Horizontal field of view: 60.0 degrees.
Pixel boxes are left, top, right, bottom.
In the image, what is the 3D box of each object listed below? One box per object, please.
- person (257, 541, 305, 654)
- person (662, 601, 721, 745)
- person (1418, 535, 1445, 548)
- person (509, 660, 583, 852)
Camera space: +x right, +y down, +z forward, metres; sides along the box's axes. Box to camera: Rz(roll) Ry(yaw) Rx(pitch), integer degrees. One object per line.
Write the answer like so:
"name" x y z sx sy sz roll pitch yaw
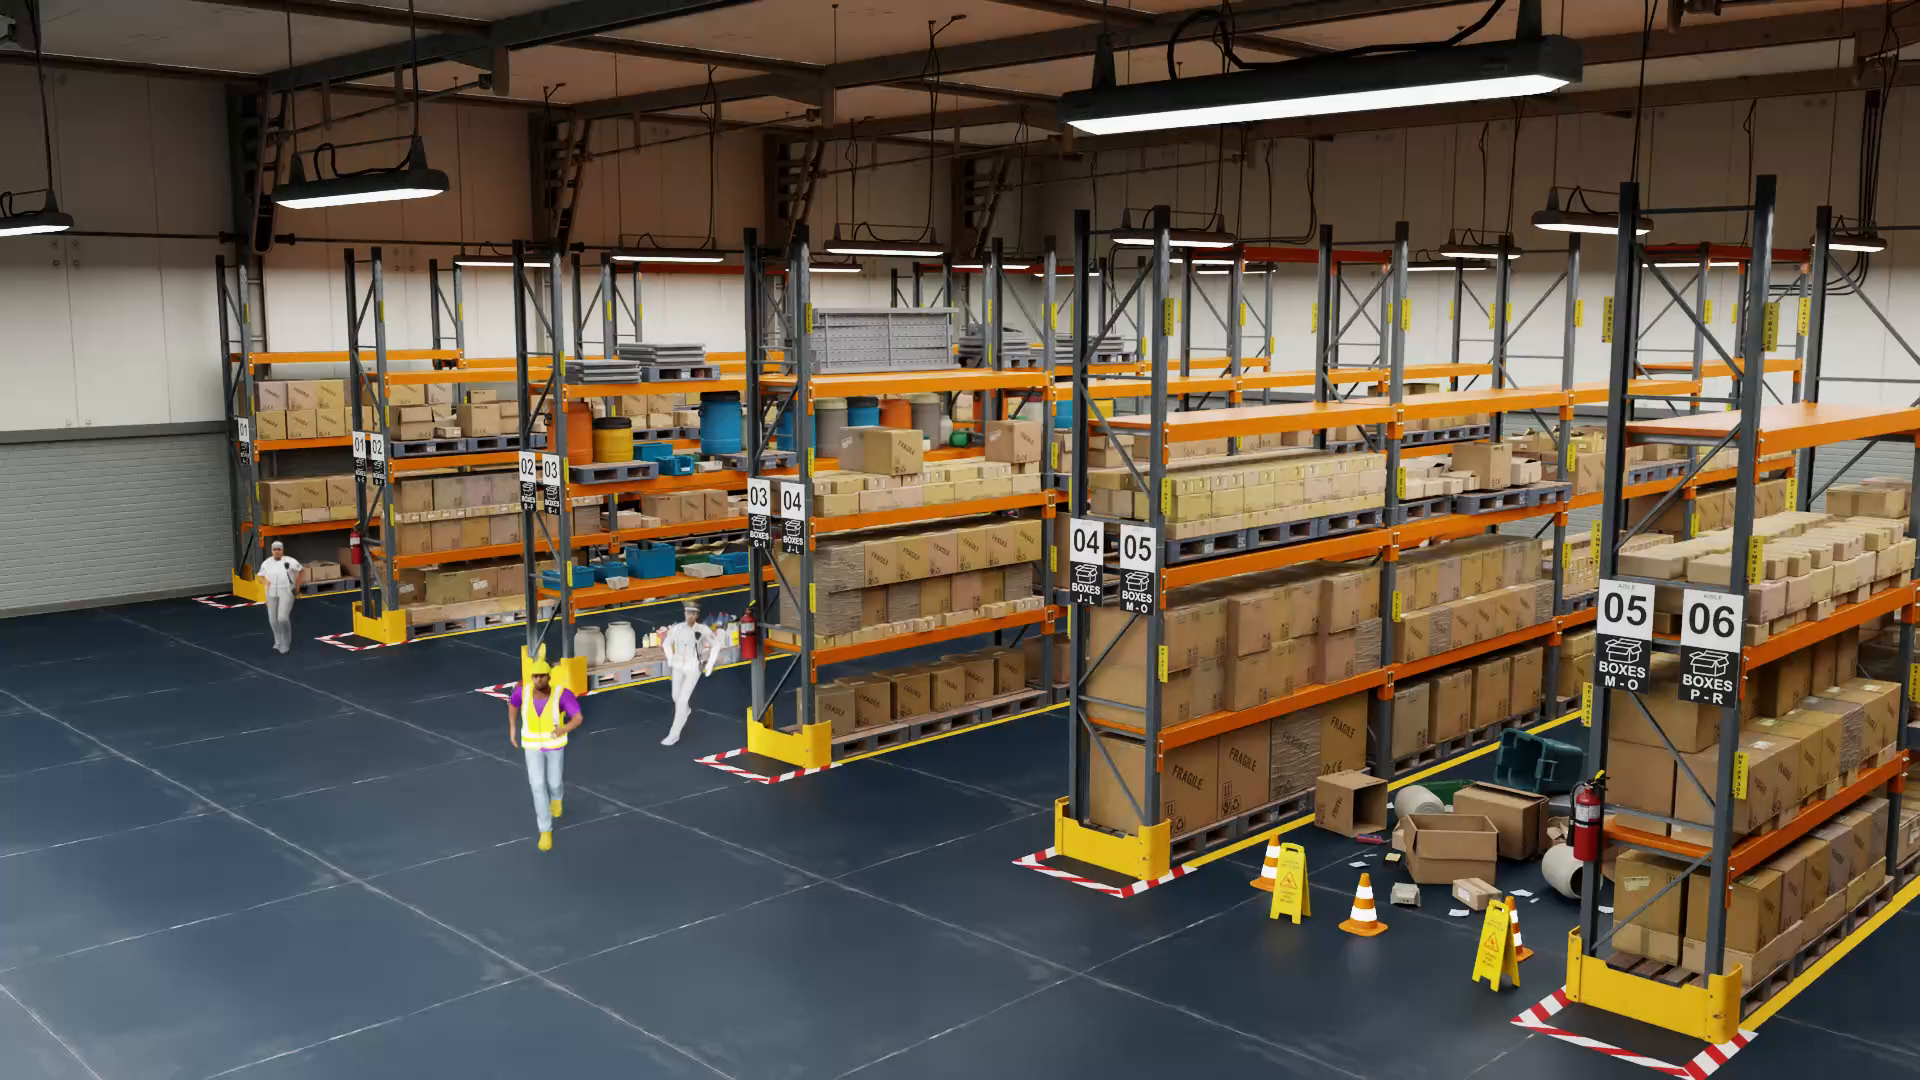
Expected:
"person" -10.120 0.858 24.758 0.614 1.692 0.663 -1 8 -5
"person" -3.216 1.539 19.789 0.685 1.653 0.920 1 8 8
"person" 7.517 0.604 26.292 0.722 1.728 0.630 7 11 41
"person" -4.034 2.014 16.169 0.712 1.765 1.040 -1 8 -6
